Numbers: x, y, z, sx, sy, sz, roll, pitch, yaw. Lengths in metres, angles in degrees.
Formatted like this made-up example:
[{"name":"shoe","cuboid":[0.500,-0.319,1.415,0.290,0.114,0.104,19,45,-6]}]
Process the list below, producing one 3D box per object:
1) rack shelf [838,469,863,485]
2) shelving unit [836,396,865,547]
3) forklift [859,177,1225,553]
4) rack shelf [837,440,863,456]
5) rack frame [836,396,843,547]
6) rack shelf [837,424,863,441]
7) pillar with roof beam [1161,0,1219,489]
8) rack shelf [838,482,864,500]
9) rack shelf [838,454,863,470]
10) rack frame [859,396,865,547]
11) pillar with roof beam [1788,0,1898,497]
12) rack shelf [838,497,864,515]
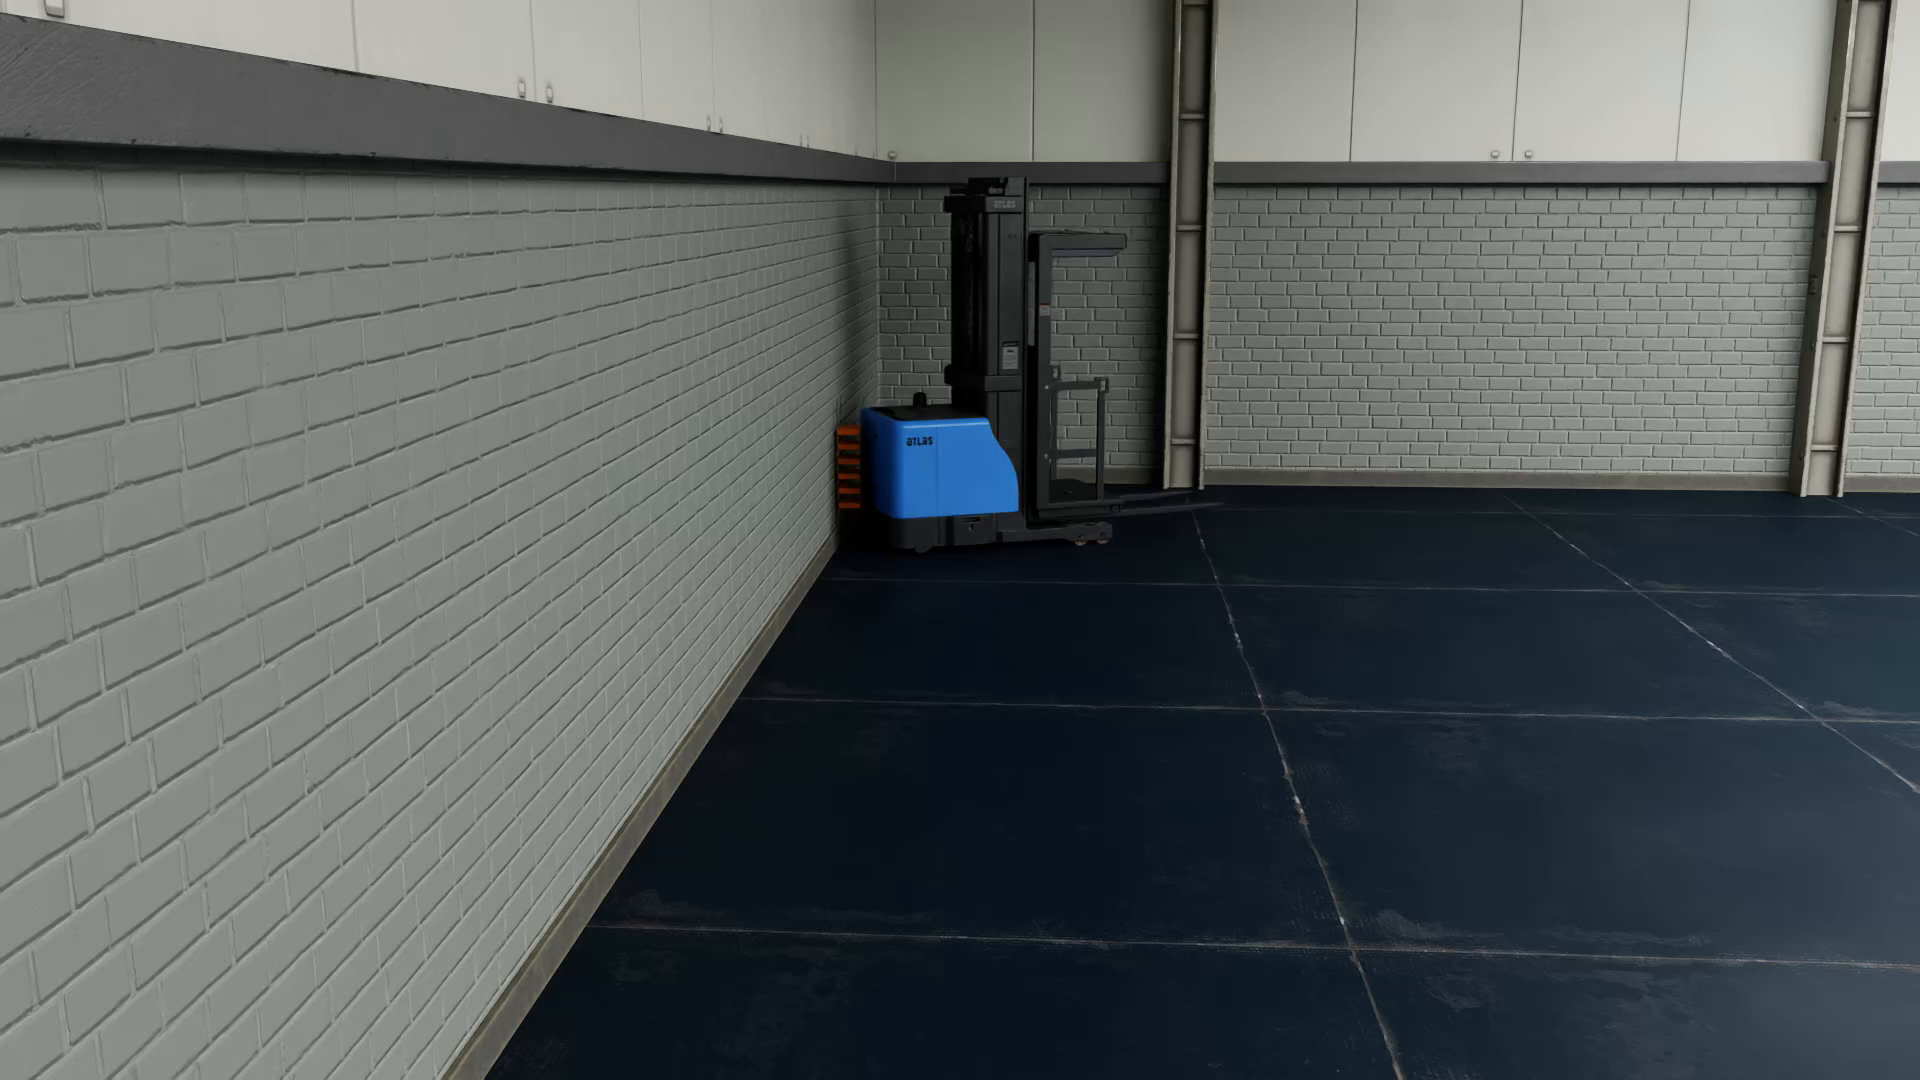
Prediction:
[{"name":"rack shelf","cuboid":[-0.886,-0.514,13.511,0.180,0.103,0.258,1,12,4]},{"name":"shelving unit","cuboid":[-0.886,-0.557,13.501,0.189,1.200,0.258,1,12,4]},{"name":"forklift","cuboid":[0.727,-1.491,13.738,3.031,2.935,1.130,-4,13,-19]},{"name":"rack shelf","cuboid":[-0.886,-0.749,13.461,0.180,0.103,0.258,1,12,4]},{"name":"rack frame","cuboid":[-0.977,-0.559,13.507,0.006,1.200,0.240,1,12,4]},{"name":"rack shelf","cuboid":[-0.886,-0.866,13.436,0.180,0.103,0.258,1,12,4]},{"name":"pillar with roof beam","cuboid":[1.888,-4.050,11.149,0.400,9.000,9.100,1,12,4]},{"name":"rack shelf","cuboid":[-0.886,-0.397,13.535,0.180,0.103,0.258,1,12,4]},{"name":"rack shelf","cuboid":[-0.886,-0.631,13.486,0.180,0.103,0.258,1,12,4]},{"name":"rack frame","cuboid":[-0.795,-0.556,13.496,0.006,1.200,0.240,1,12,4]},{"name":"pillar with roof beam","cuboid":[7.875,-3.968,10.757,0.400,9.000,9.100,1,12,4]},{"name":"rack shelf","cuboid":[-0.886,-0.279,13.560,0.180,0.103,0.258,1,12,4]}]
